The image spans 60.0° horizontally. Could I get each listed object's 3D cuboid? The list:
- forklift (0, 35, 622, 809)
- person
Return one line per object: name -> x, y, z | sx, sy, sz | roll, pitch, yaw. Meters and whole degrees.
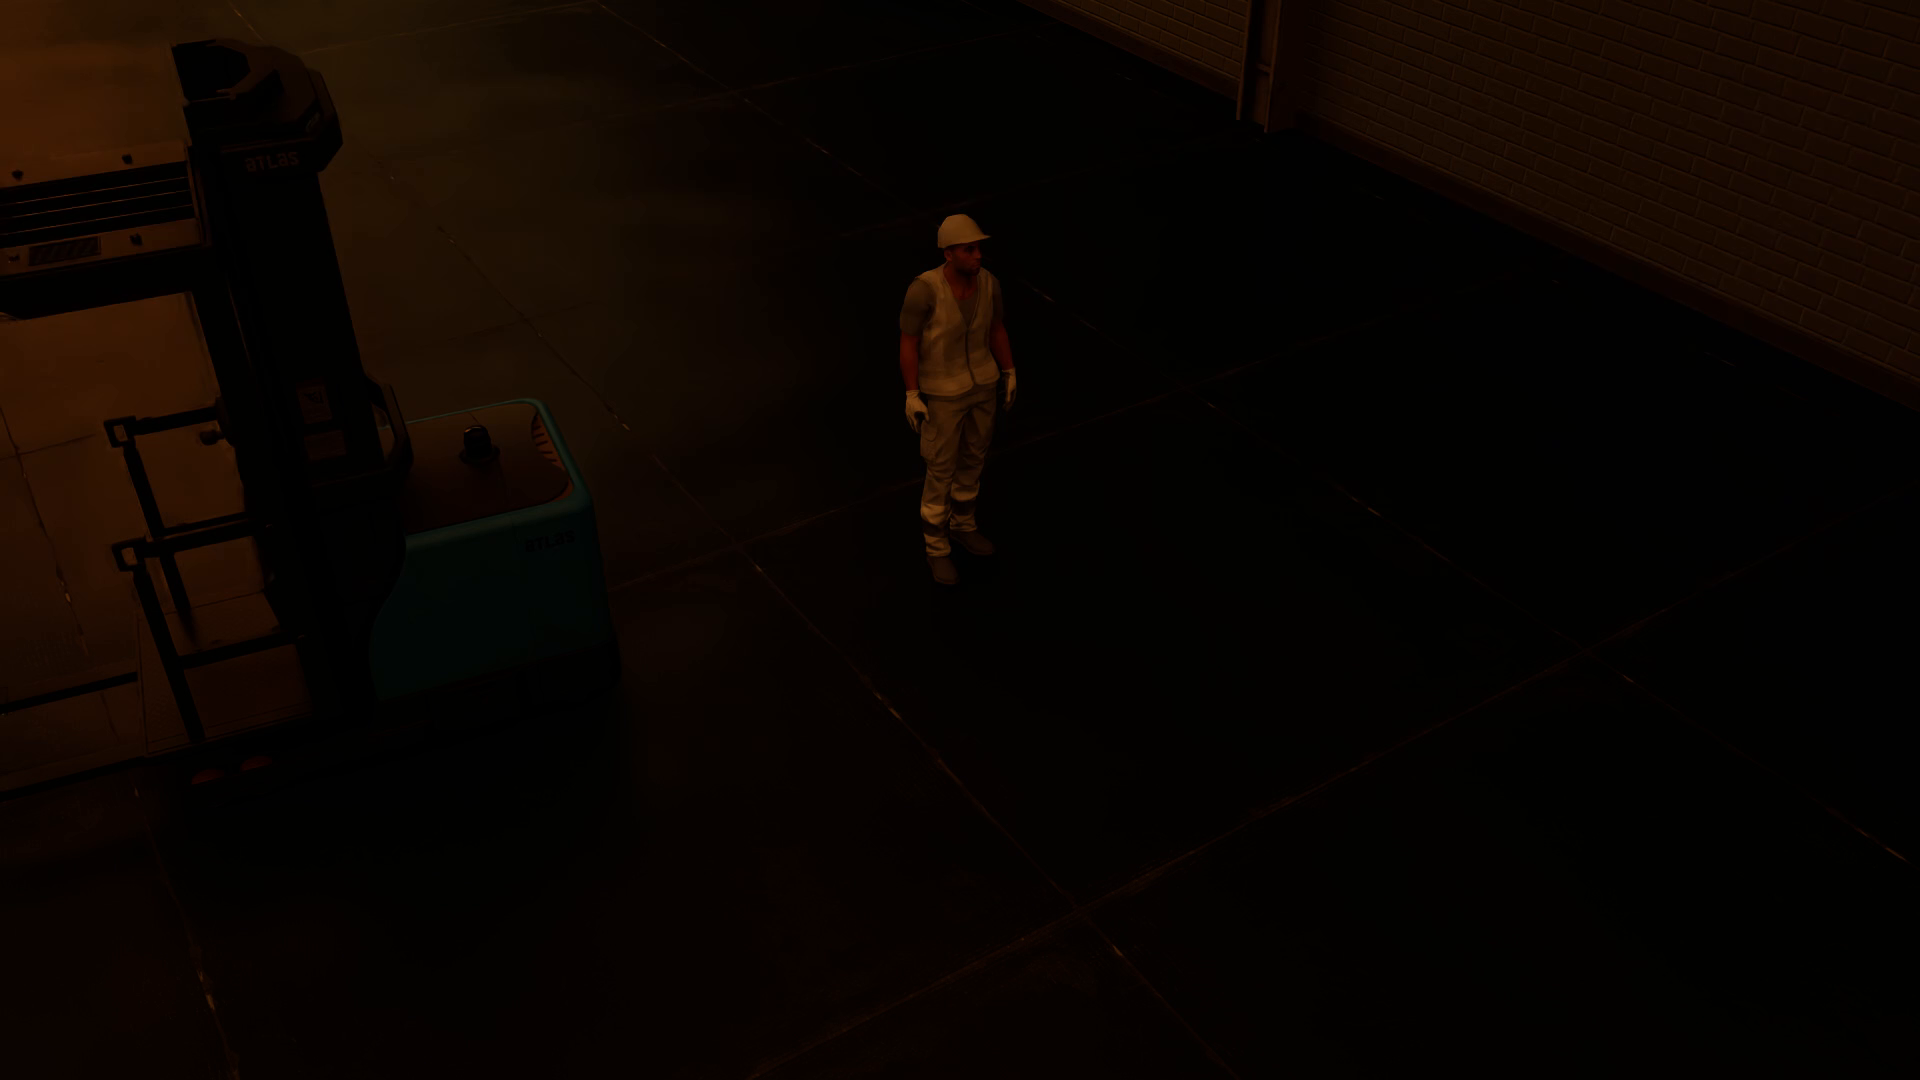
forklift -> -3.129, -0.407, 6.727 | 3.031, 2.935, 1.130 | -15, 38, -20
person -> 0.034, -0.695, 8.118 | 0.637, 1.790, 0.562 | -21, 40, -27
